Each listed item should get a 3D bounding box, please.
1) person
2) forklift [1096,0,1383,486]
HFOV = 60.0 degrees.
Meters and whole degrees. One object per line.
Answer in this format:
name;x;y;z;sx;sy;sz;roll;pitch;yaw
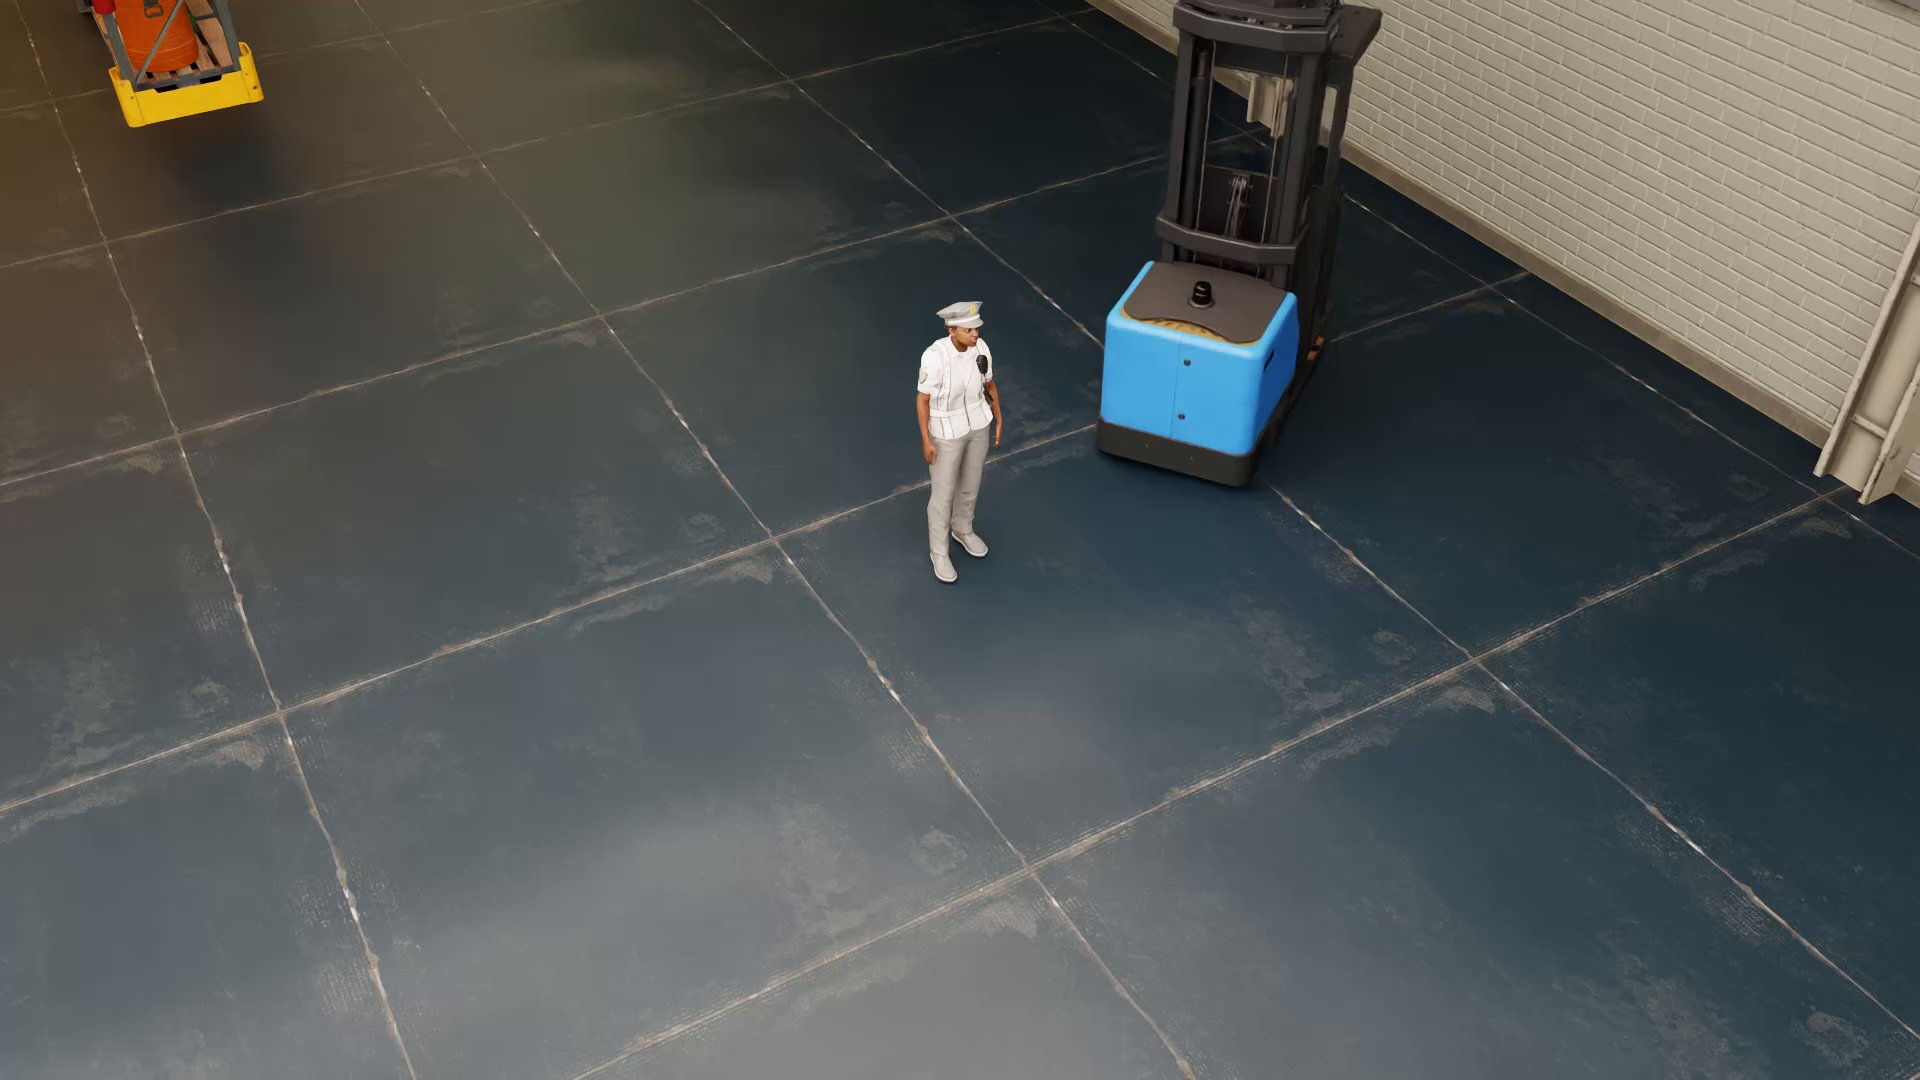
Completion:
person;0.020;-0.610;9.729;0.569;1.695;0.530;-20;44;-23
forklift;1.978;-2.411;10.943;1.130;2.935;3.031;16;42;19
